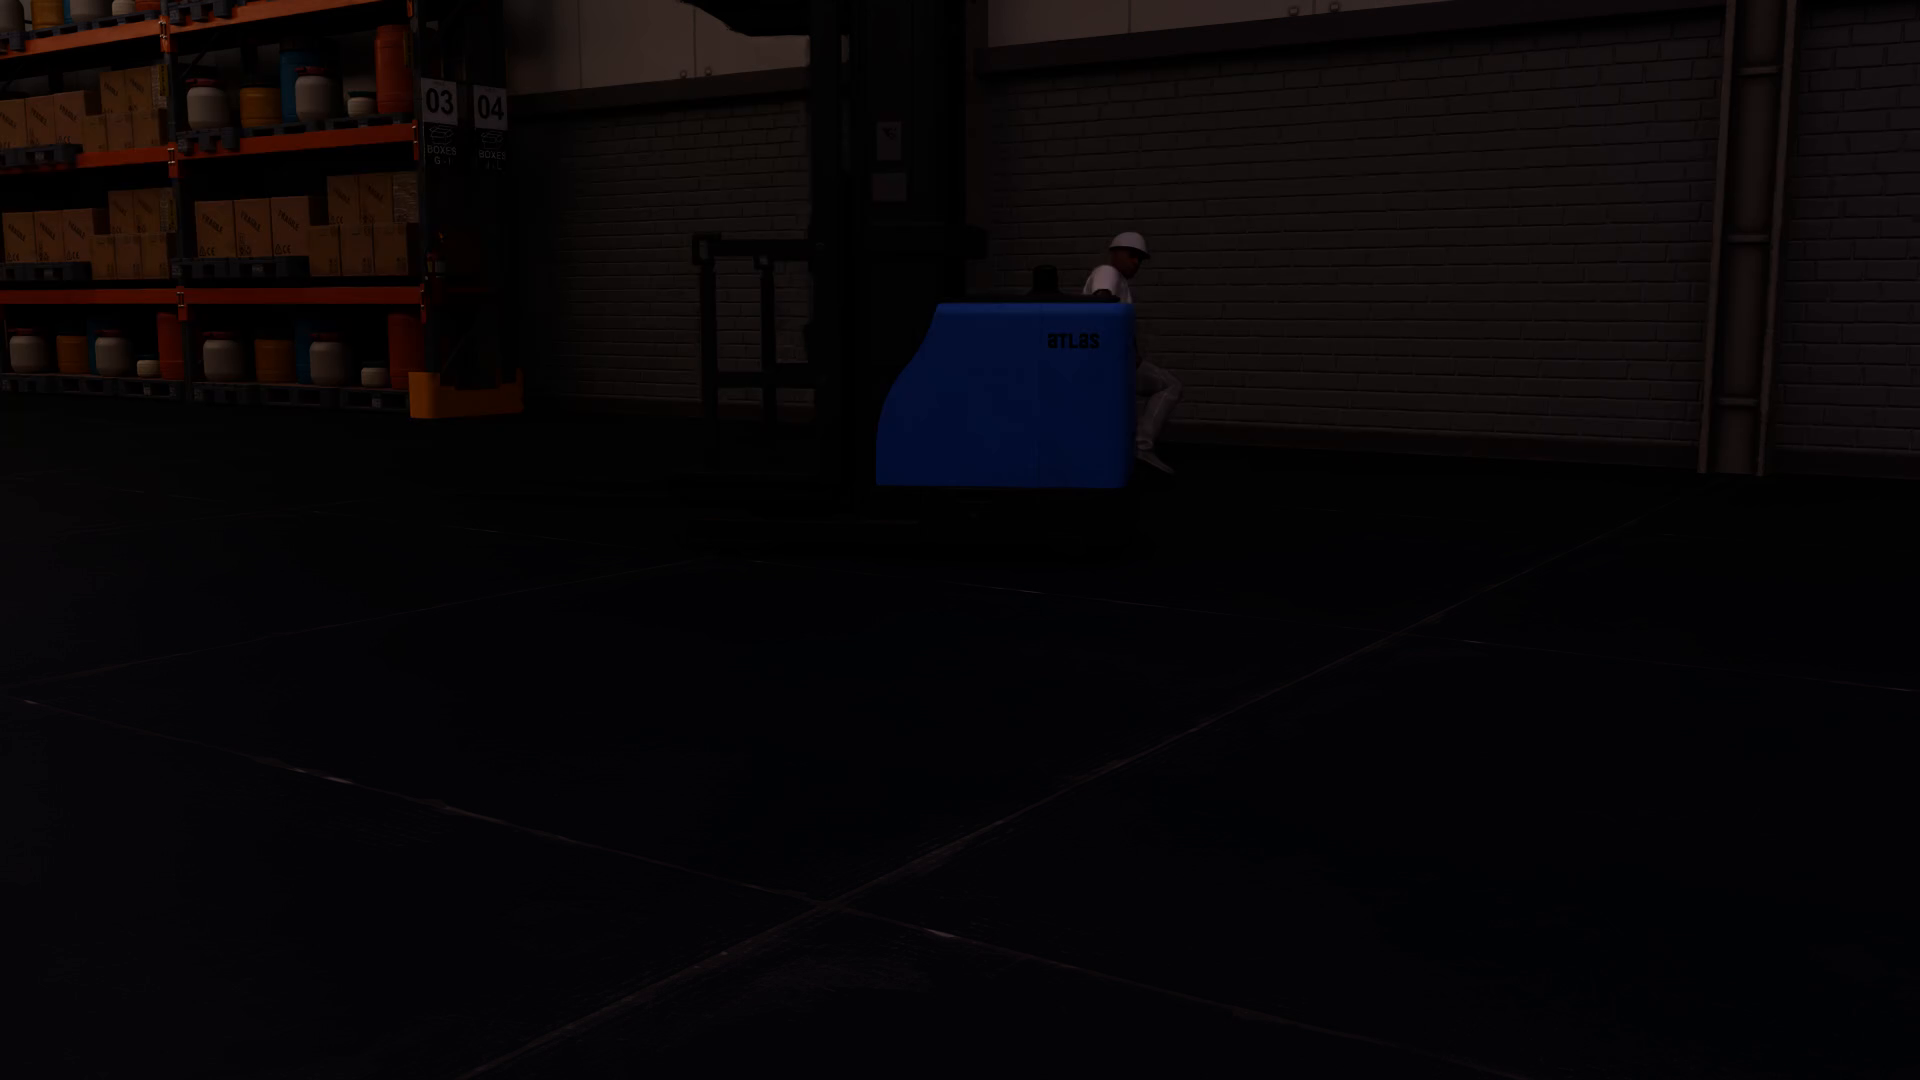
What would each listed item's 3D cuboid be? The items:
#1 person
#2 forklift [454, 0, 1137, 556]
[{"bbox_3d":[0.949,-1.040,9.774,0.682,1.527,0.836,-2,8,-13],"label":"person"},{"bbox_3d":[-0.732,-1.454,7.414,3.031,2.935,1.130,1,8,8],"label":"forklift"}]
